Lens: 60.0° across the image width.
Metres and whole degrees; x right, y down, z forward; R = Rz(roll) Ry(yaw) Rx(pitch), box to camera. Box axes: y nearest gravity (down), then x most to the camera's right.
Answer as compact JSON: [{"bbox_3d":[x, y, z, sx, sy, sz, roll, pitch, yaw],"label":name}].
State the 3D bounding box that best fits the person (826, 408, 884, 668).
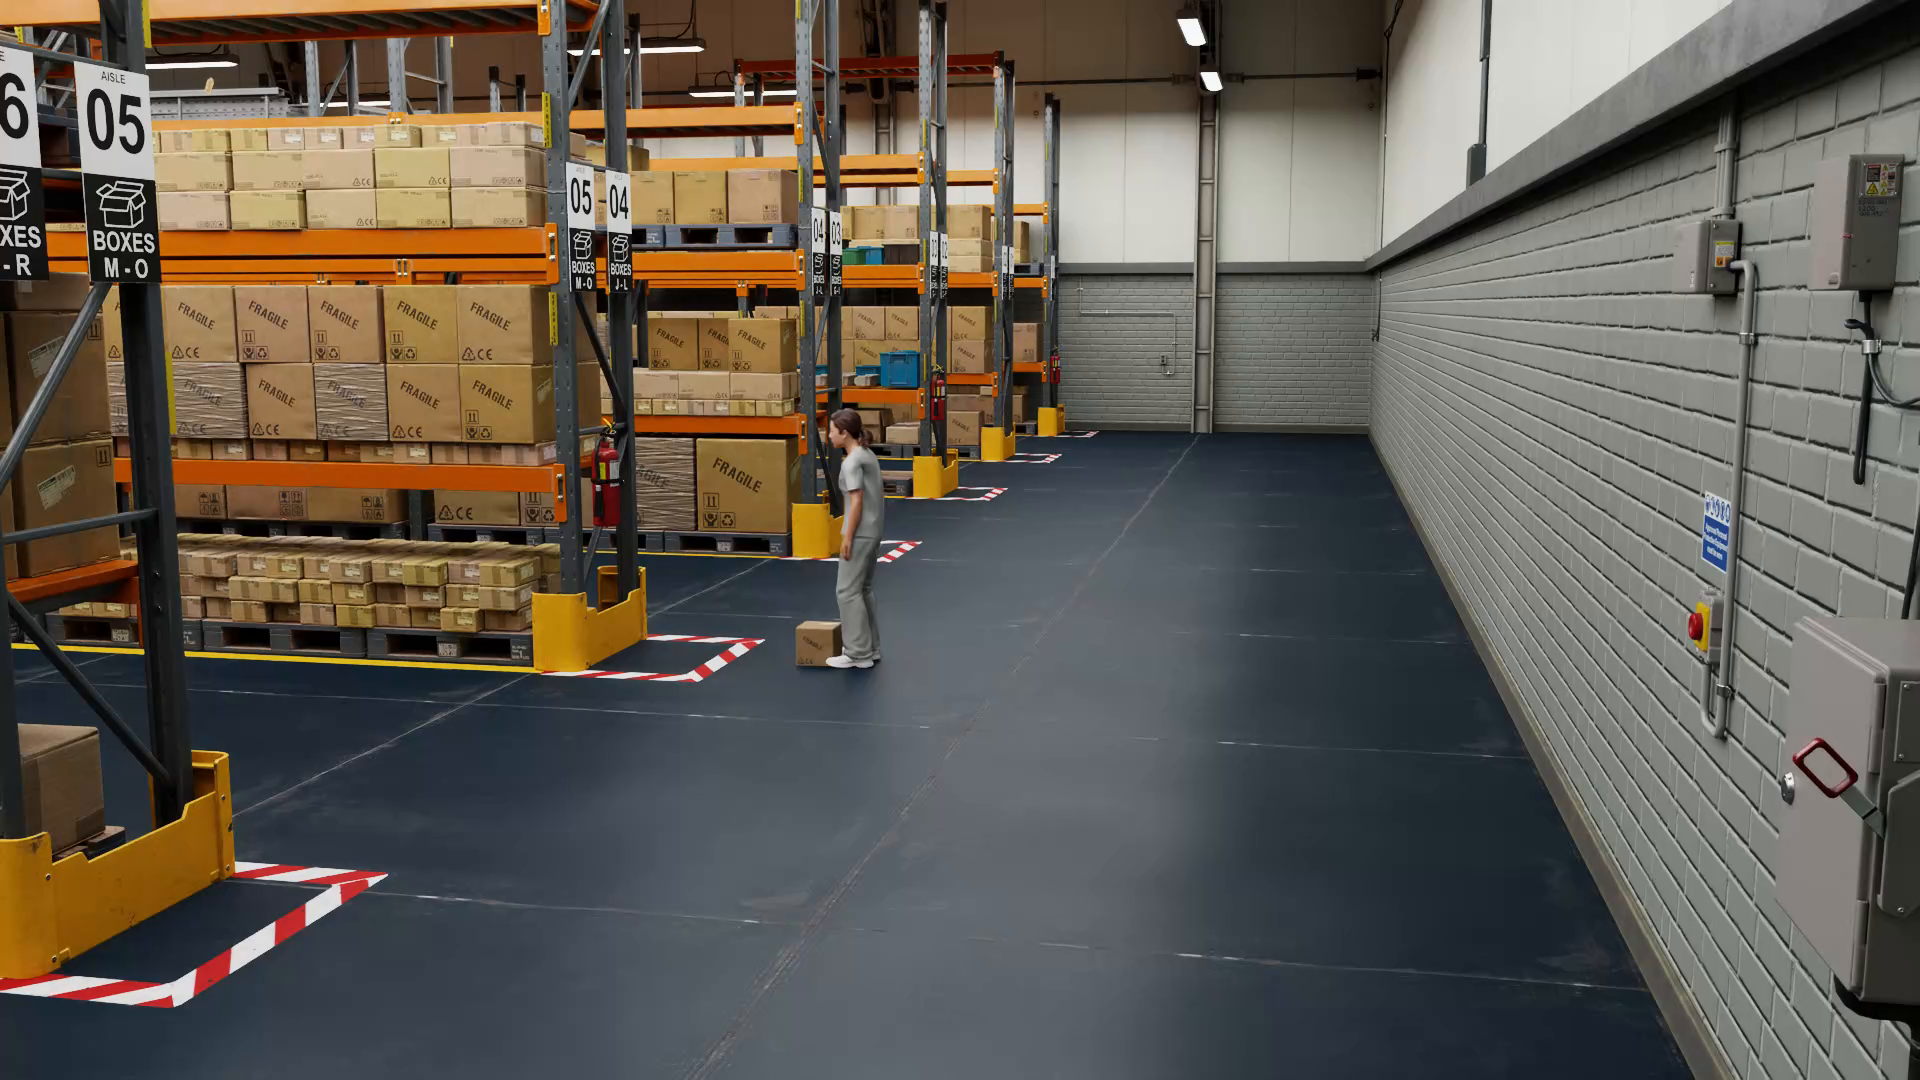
[{"bbox_3d":[-0.673,-0.018,10.755,0.360,1.671,0.500,1,8,8],"label":"person"}]
